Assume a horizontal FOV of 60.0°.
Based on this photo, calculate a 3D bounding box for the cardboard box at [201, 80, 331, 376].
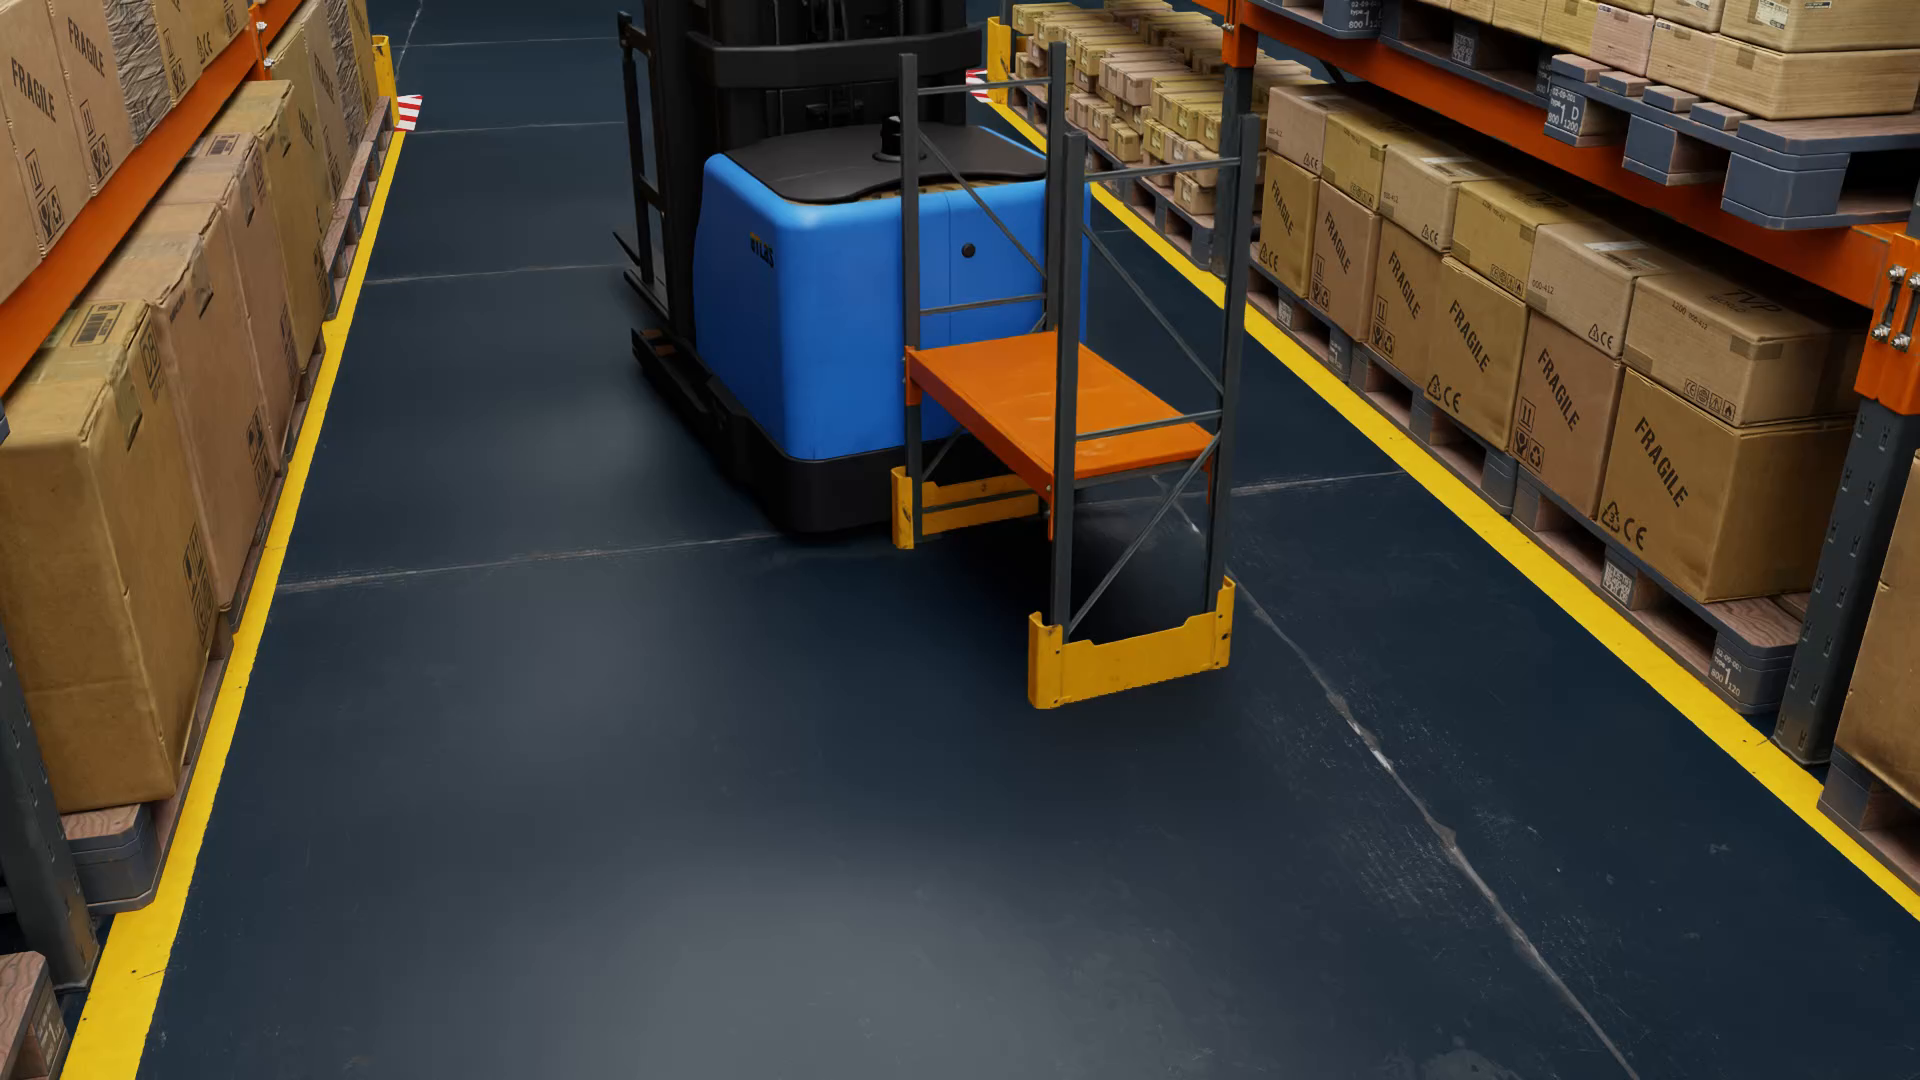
[{"bbox_3d":[-3.030,-1.106,6.004,1.225,0.875,0.875,-6,27,-11],"label":"cardboard box"}]

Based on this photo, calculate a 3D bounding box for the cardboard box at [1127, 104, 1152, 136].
[{"bbox_3d":[1.092,-2.222,8.691,0.380,0.149,0.250,-5,27,-10],"label":"cardboard box"}]

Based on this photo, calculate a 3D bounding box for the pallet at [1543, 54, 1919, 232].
[{"bbox_3d":[2.298,-1.065,4.245,1.213,0.211,1.003,-6,27,-12],"label":"pallet"}]

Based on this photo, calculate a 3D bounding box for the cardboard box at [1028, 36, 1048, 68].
[{"bbox_3d":[0.634,-3.027,10.285,0.380,0.149,0.250,-6,27,-12],"label":"cardboard box"}]

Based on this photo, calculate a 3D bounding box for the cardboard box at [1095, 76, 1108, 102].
[{"bbox_3d":[0.982,-2.583,9.406,0.380,0.149,0.250,-5,27,-9],"label":"cardboard box"}]

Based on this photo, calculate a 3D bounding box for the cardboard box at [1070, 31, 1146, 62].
[{"bbox_3d":[0.848,-2.821,9.548,0.380,0.149,0.250,-5,27,-10],"label":"cardboard box"}]

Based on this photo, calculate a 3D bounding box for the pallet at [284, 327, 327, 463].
[{"bbox_3d":[-2.947,-0.570,6.145,1.003,0.211,1.213,-6,27,-12],"label":"pallet"}]

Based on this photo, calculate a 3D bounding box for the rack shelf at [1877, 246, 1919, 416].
[{"bbox_3d":[3.013,0.350,2.026,1.077,0.370,4.000,-6,27,-12],"label":"rack shelf"}]

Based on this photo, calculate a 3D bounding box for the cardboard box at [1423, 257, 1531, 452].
[{"bbox_3d":[1.911,-0.642,5.501,0.500,0.500,0.500,-7,28,-14],"label":"cardboard box"}]

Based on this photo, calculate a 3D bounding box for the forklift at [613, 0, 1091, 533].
[{"bbox_3d":[-0.646,-1.969,5.898,1.130,2.935,3.031,-11,29,-22],"label":"forklift"}]

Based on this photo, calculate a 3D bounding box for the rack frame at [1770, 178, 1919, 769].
[{"bbox_3d":[2.563,-0.849,3.603,1.000,3.000,0.127,-6,27,-12],"label":"rack frame"}]

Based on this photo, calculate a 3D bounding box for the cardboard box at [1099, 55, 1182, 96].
[{"bbox_3d":[0.962,-2.480,8.873,0.380,0.149,0.250,-7,28,-13],"label":"cardboard box"}]

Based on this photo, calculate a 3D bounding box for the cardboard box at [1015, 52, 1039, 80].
[{"bbox_3d":[0.566,-3.013,10.589,0.380,0.149,0.250,-5,27,-11],"label":"cardboard box"}]

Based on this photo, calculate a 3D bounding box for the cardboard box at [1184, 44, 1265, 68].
[{"bbox_3d":[1.458,-2.646,9.202,0.380,0.149,0.250,-6,27,-11],"label":"cardboard box"}]

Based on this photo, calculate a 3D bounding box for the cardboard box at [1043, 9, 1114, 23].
[{"bbox_3d":[0.726,-3.168,10.235,0.380,0.149,0.250,-5,27,-11],"label":"cardboard box"}]

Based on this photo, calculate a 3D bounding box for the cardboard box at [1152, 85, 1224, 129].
[{"bbox_3d":[1.168,-2.132,8.182,0.380,0.149,0.250,-6,27,-12],"label":"cardboard box"}]

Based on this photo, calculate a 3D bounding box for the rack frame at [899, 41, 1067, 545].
[{"bbox_3d":[0.067,-0.702,4.977,0.500,1.500,0.032,-11,29,-21],"label":"rack frame"}]

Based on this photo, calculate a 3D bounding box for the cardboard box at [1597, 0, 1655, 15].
[{"bbox_3d":[1.884,-1.460,4.296,0.380,0.149,0.250,-5,27,-10],"label":"cardboard box"}]

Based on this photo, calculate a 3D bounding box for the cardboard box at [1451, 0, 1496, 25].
[{"bbox_3d":[1.720,-1.658,5.018,0.380,0.149,0.250,-5,27,-10],"label":"cardboard box"}]

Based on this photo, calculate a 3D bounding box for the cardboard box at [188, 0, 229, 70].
[{"bbox_3d":[-2.718,-1.795,5.366,0.500,0.500,0.500,-5,27,-10],"label":"cardboard box"}]

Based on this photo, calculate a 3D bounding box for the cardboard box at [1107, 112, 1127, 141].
[{"bbox_3d":[1.014,-2.233,9.043,0.380,0.149,0.250,-5,27,-11],"label":"cardboard box"}]

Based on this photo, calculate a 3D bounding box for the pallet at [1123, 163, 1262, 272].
[{"bbox_3d":[1.475,-1.651,8.288,1.003,0.211,1.213,-6,27,-12],"label":"pallet"}]

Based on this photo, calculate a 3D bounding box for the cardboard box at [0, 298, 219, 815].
[{"bbox_3d":[-2.428,0.066,3.682,1.225,0.875,0.875,-7,28,-14],"label":"cardboard box"}]

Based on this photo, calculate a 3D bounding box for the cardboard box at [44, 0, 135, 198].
[{"bbox_3d":[-2.374,-1.126,4.041,0.500,0.500,0.500,-6,27,-13],"label":"cardboard box"}]

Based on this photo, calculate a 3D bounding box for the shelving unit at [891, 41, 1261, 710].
[{"bbox_3d":[0.263,-0.495,4.567,0.587,1.500,1.083,-11,29,-21],"label":"shelving unit"}]

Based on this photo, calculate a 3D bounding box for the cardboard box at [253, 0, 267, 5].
[{"bbox_3d":[-2.937,-2.197,6.553,0.380,0.149,0.250,-6,27,-11],"label":"cardboard box"}]

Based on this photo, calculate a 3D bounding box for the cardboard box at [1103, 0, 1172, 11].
[{"bbox_3d":[1.126,-3.335,10.565,0.380,0.149,0.250,-6,27,-11],"label":"cardboard box"}]

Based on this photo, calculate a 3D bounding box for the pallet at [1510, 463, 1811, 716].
[{"bbox_3d":[2.388,0.053,4.911,1.003,0.211,1.213,-6,27,-12],"label":"pallet"}]

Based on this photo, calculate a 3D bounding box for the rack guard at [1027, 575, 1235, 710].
[{"bbox_3d":[0.459,0.269,4.439,0.587,0.250,0.087,-11,29,-21],"label":"rack guard"}]

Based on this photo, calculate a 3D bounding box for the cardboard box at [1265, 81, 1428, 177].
[{"bbox_3d":[1.570,-1.660,6.686,0.500,0.250,0.500,-7,28,-14],"label":"cardboard box"}]

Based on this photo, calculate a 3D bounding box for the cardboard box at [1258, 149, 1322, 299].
[{"bbox_3d":[1.569,-1.325,6.855,0.500,0.500,0.500,-5,27,-10],"label":"cardboard box"}]

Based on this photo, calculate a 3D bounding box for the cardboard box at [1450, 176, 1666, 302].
[{"bbox_3d":[1.929,-0.974,5.327,0.500,0.250,0.500,-5,27,-10],"label":"cardboard box"}]

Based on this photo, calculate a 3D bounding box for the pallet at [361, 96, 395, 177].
[{"bbox_3d":[-3.839,-2.314,9.600,1.003,0.211,1.213,-6,27,-12],"label":"pallet"}]

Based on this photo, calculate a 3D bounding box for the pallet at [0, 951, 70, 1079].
[{"bbox_3d":[-2.118,1.198,2.641,1.003,0.211,1.213,-6,27,-12],"label":"pallet"}]

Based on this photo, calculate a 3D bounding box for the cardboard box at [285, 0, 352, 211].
[{"bbox_3d":[-3.468,-2.078,7.929,0.875,0.875,0.875,-6,27,-12],"label":"cardboard box"}]

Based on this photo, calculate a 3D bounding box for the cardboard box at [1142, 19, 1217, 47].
[{"bbox_3d":[1.305,-2.998,9.898,0.380,0.149,0.250,-7,28,-14],"label":"cardboard box"}]

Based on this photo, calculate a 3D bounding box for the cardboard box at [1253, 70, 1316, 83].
[{"bbox_3d":[1.595,-2.303,8.521,0.380,0.149,0.250,-7,28,-13],"label":"cardboard box"}]

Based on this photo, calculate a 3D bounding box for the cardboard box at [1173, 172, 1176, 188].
[{"bbox_3d":[1.264,-1.780,8.145,0.380,0.149,0.250,-5,27,-10],"label":"cardboard box"}]

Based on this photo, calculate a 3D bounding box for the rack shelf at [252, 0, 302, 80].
[{"bbox_3d":[-3.645,-2.703,8.074,1.077,0.370,4.000,-6,27,-12],"label":"rack shelf"}]

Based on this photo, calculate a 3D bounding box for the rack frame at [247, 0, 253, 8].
[{"bbox_3d":[-3.194,-2.146,6.172,1.000,3.000,0.127,-6,27,-12],"label":"rack frame"}]

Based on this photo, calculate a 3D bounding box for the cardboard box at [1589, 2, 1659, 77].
[{"bbox_3d":[1.891,-1.316,4.342,0.380,0.149,0.250,-5,27,-11],"label":"cardboard box"}]

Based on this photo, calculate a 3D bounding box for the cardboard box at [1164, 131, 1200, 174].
[{"bbox_3d":[1.207,-1.876,8.006,0.380,0.149,0.250,-7,28,-14],"label":"cardboard box"}]

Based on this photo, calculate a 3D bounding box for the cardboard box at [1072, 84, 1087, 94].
[{"bbox_3d":[0.868,-2.573,9.716,0.380,0.149,0.250,-6,27,-11],"label":"cardboard box"}]
